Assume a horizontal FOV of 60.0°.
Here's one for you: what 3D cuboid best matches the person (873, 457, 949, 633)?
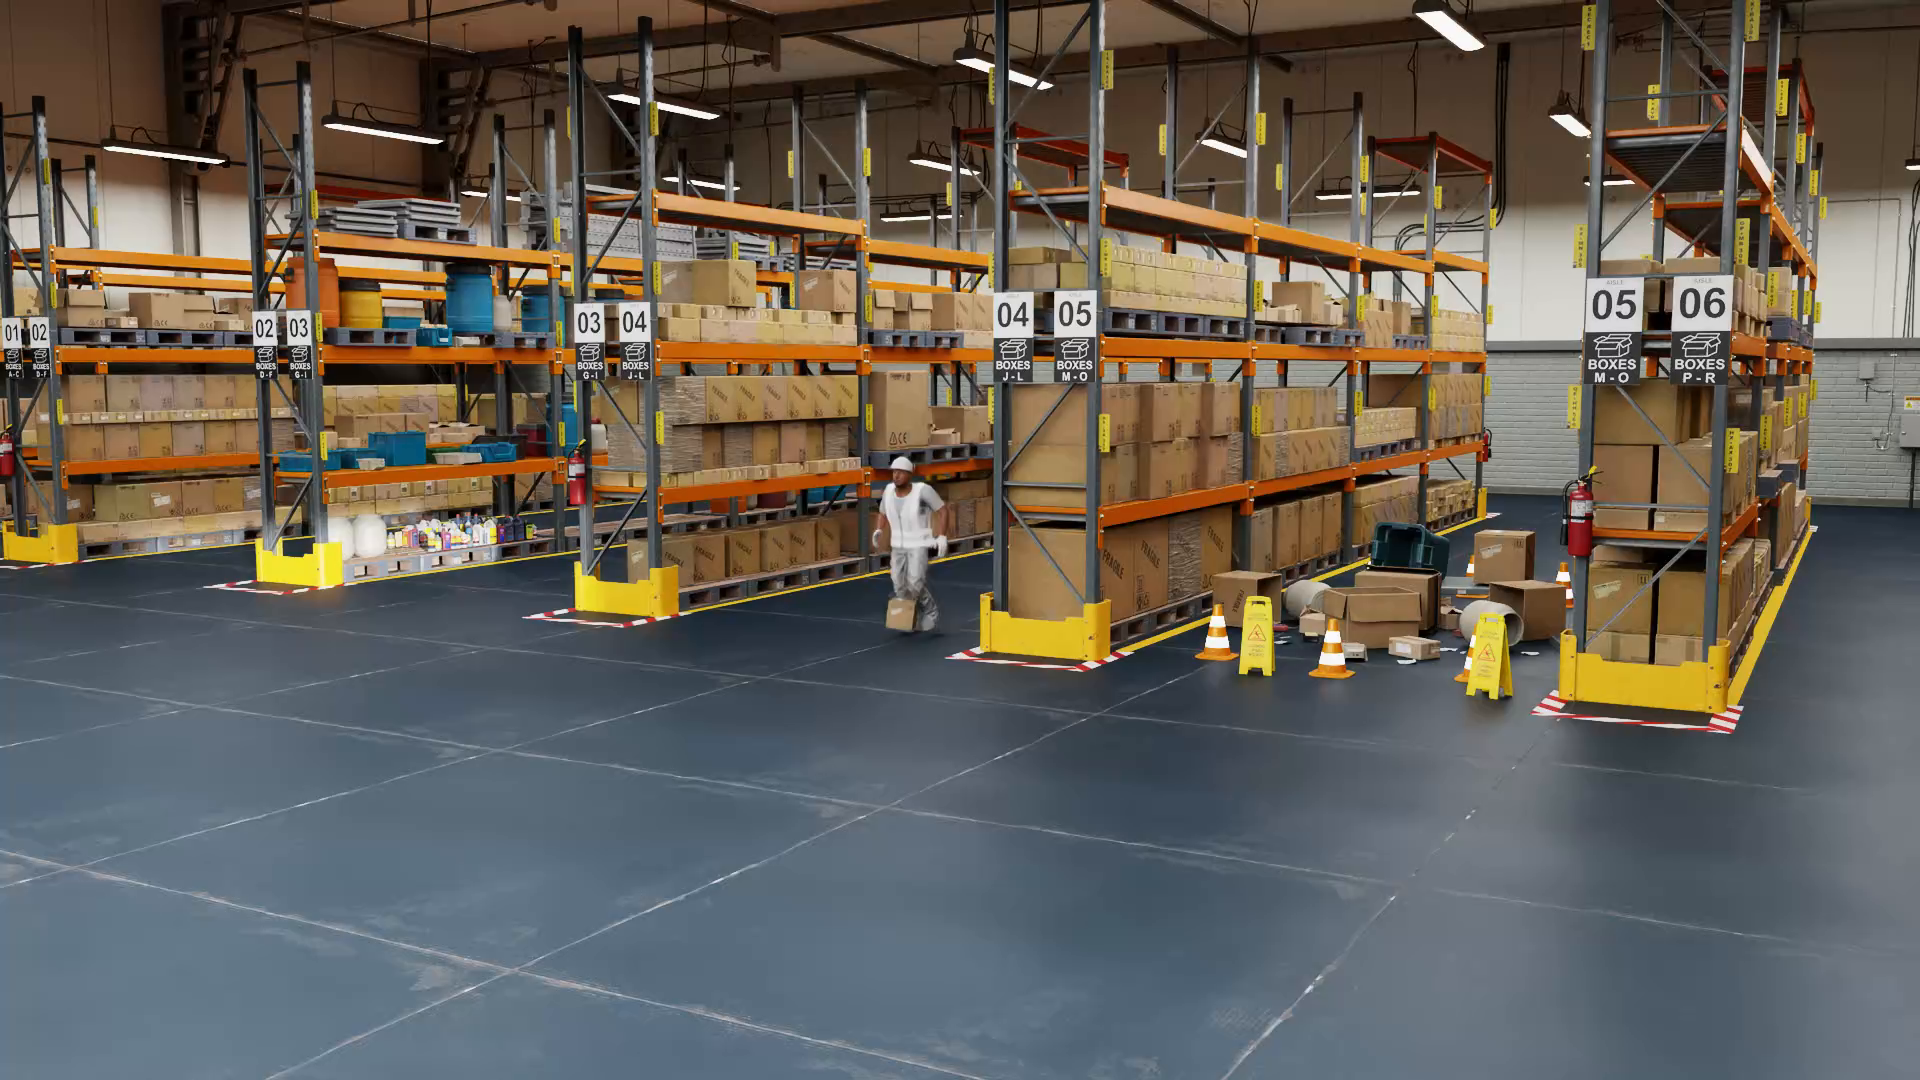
[{"bbox_3d":[-0.469,0.066,15.705,0.697,1.711,0.675,4,7,33],"label":"person"}]
